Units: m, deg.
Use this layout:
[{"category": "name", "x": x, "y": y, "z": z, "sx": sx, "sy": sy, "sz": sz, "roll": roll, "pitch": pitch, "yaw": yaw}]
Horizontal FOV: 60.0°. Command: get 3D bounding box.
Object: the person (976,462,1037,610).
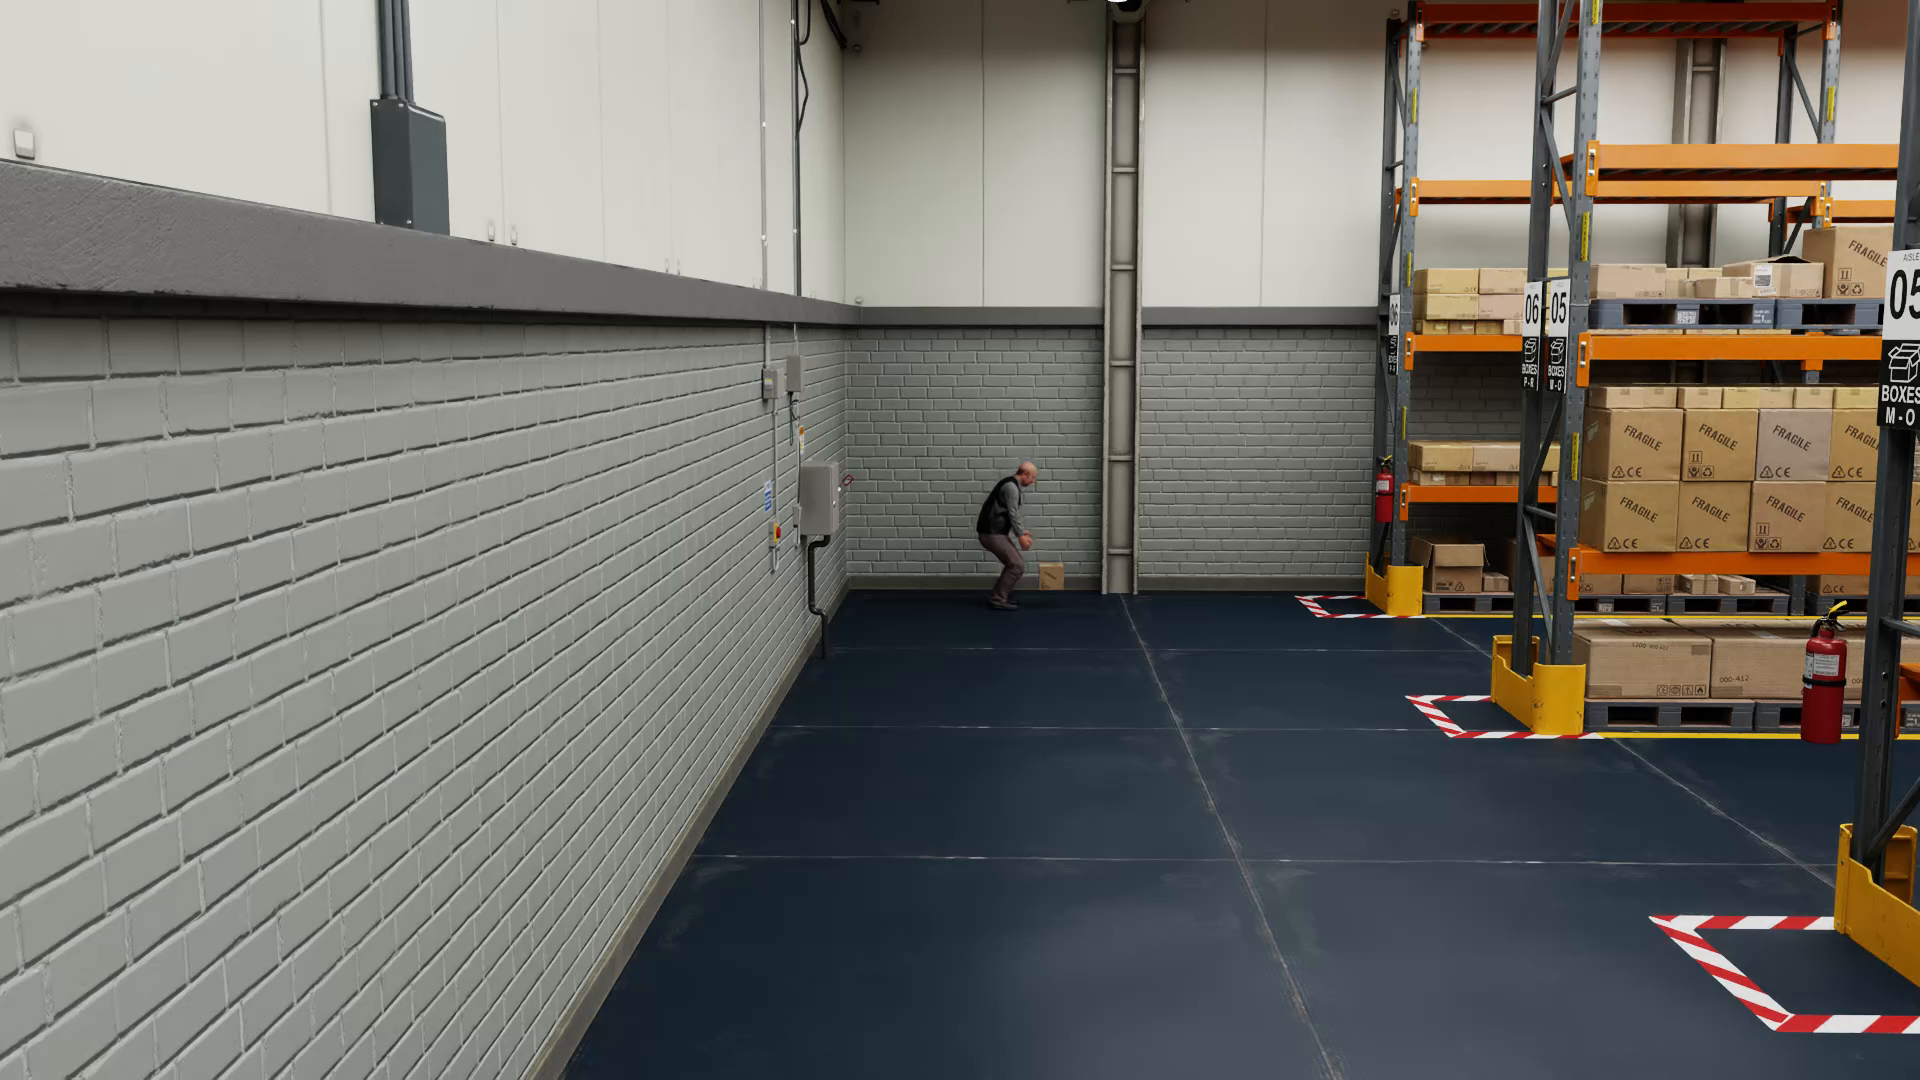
[{"category": "person", "x": 0.478, "y": -0.052, "z": 17.152, "sx": 0.625, "sy": 1.514, "sz": 0.588, "roll": 0, "pitch": 7, "yaw": 2}]
